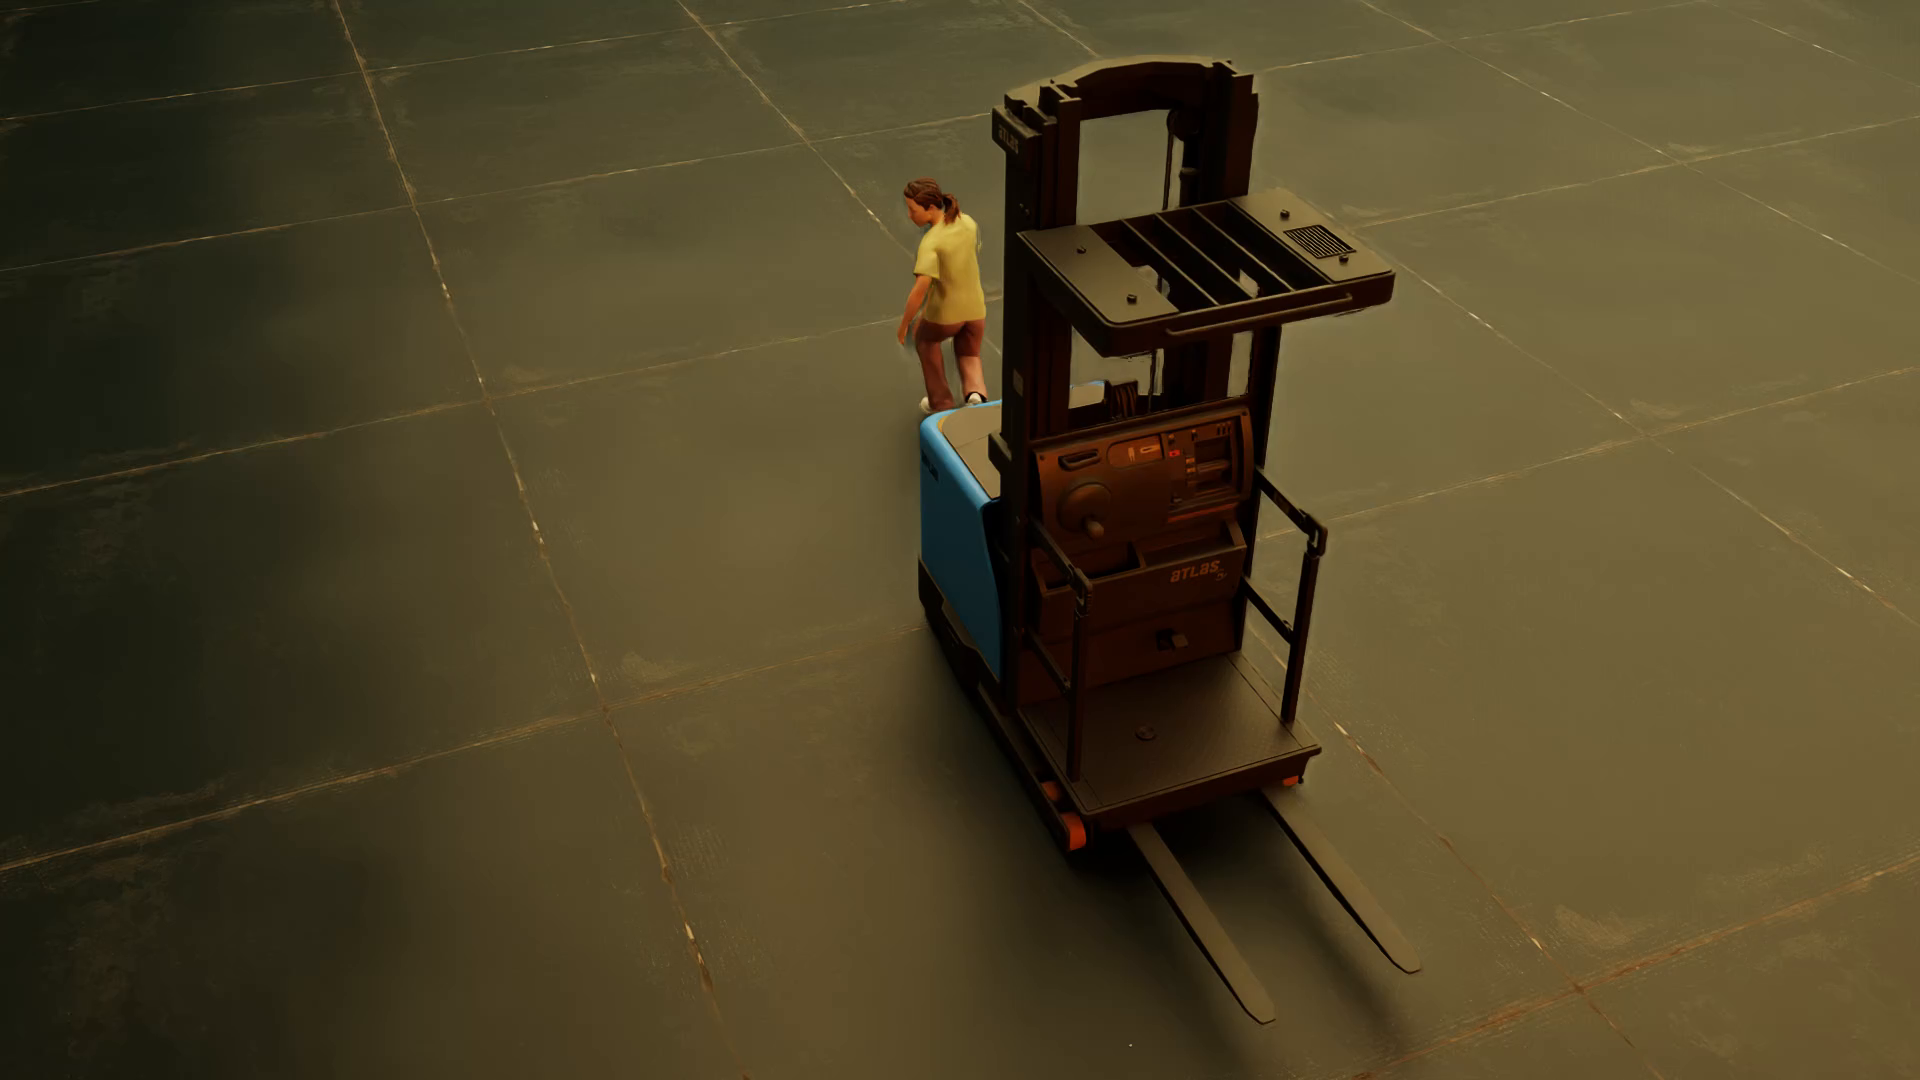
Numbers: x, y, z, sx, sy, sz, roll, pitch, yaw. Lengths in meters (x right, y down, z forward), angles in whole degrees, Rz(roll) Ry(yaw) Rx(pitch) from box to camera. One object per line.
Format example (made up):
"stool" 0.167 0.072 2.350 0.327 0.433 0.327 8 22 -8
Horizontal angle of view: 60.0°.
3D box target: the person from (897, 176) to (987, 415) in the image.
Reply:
"person" -0.081 -1.268 9.176 0.620 1.461 0.694 -17 39 -23

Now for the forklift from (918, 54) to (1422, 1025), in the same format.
"forklift" 0.813 -0.196 6.375 1.130 2.935 3.031 -13 37 -17
